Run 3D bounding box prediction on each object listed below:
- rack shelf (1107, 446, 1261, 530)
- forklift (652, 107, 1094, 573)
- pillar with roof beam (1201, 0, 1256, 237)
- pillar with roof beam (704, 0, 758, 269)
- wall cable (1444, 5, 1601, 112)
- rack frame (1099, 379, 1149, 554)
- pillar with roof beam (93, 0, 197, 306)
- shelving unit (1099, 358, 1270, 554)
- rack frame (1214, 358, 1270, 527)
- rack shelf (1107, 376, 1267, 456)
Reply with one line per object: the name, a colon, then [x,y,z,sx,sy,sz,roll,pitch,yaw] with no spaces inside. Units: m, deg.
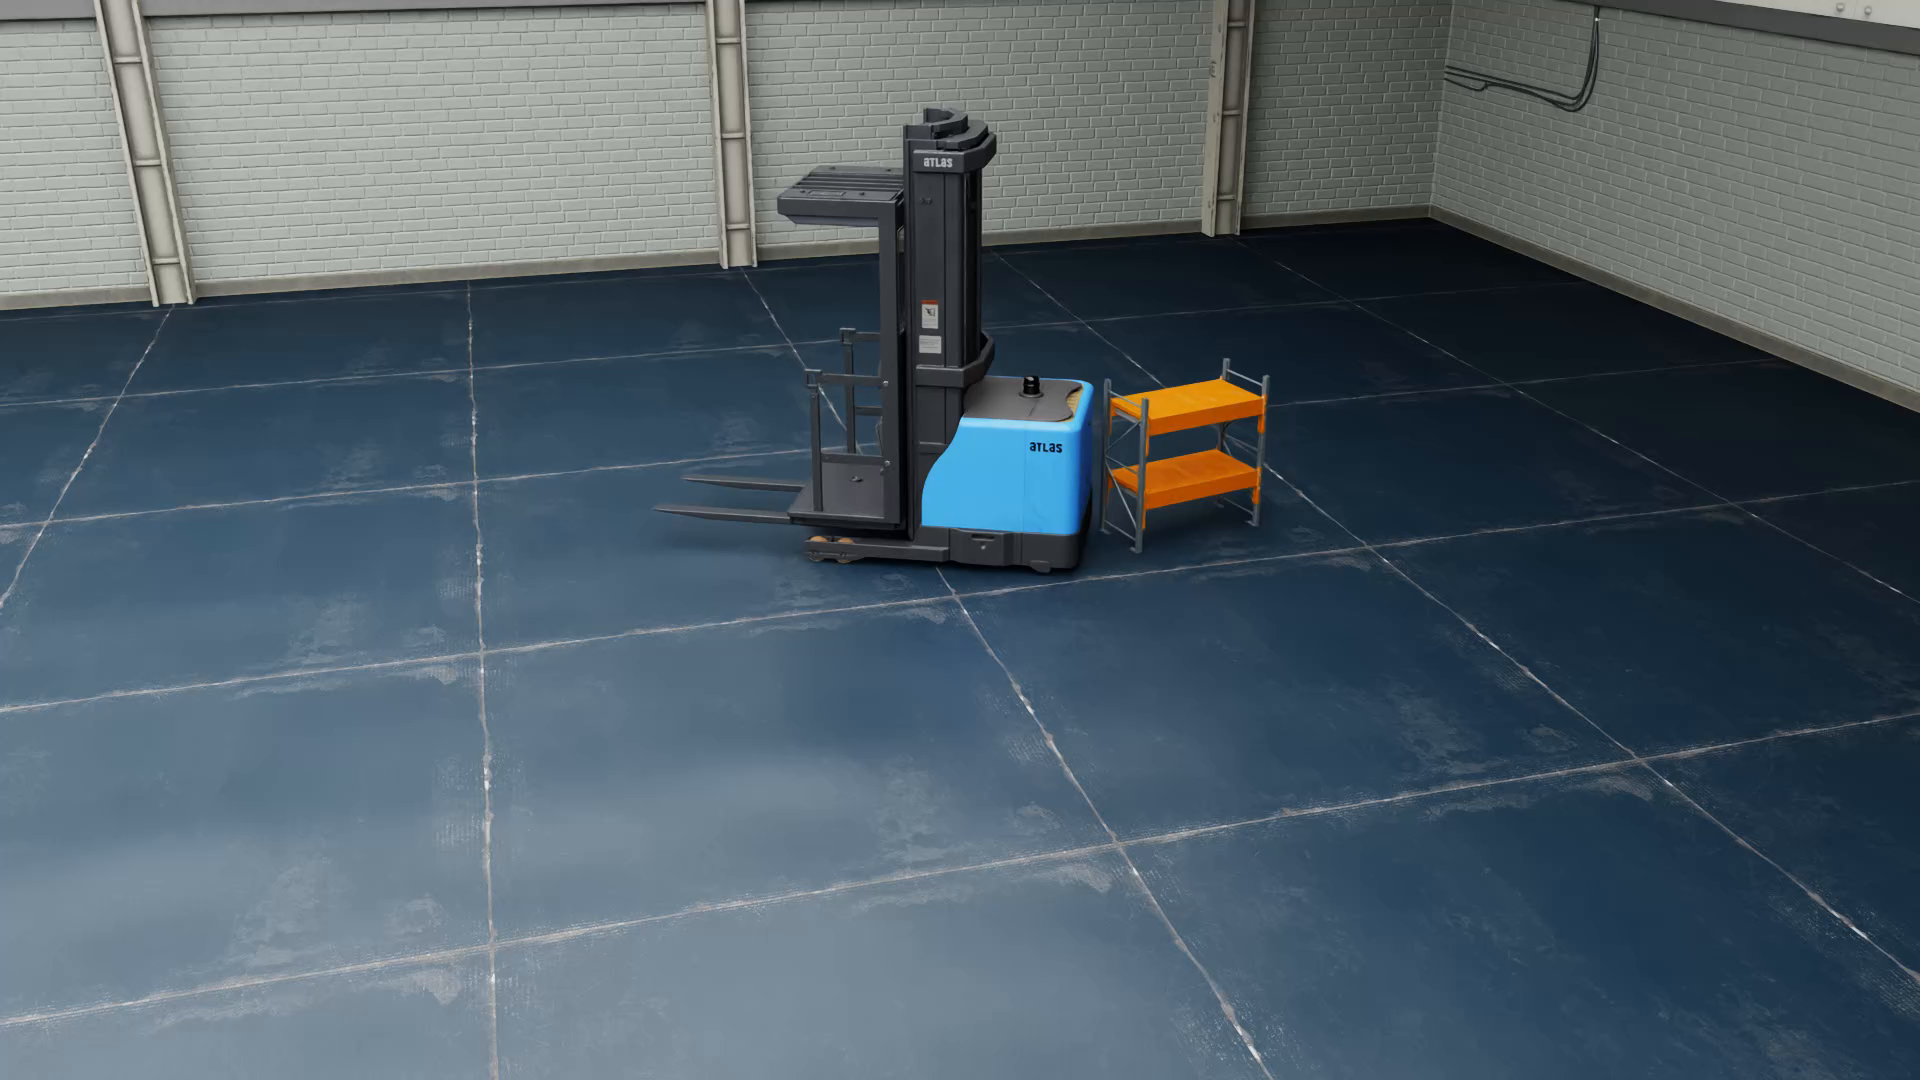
rack shelf: [1.576,-0.381,11.832,1.000,0.278,0.538,-12,26,-26]
forklift: [-0.617,-1.389,11.270,3.031,2.935,1.130,4,24,9]
pillar with roof beam: [4.391,-6.311,15.045,0.400,9.000,9.100,-6,24,-14]
pillar with roof beam: [-1.386,-5.672,13.556,0.400,9.000,9.100,-6,24,-14]
wall cable: [6.422,-6.330,19.028,0.112,2.526,3.097,-6,24,-14]
rack frame: [1.129,-0.510,11.512,0.032,1.125,0.500,-12,26,-26]
pillar with roof beam: [-7.163,-5.032,12.066,0.400,9.000,9.100,-6,24,-14]
shelving unit: [1.576,-0.606,11.736,1.048,1.125,0.538,-12,26,-26]
rack frame: [2.022,-0.702,11.960,0.032,1.125,0.500,-12,26,-26]
rack shelf: [1.576,-0.875,11.621,1.000,0.278,0.538,-12,26,-26]
